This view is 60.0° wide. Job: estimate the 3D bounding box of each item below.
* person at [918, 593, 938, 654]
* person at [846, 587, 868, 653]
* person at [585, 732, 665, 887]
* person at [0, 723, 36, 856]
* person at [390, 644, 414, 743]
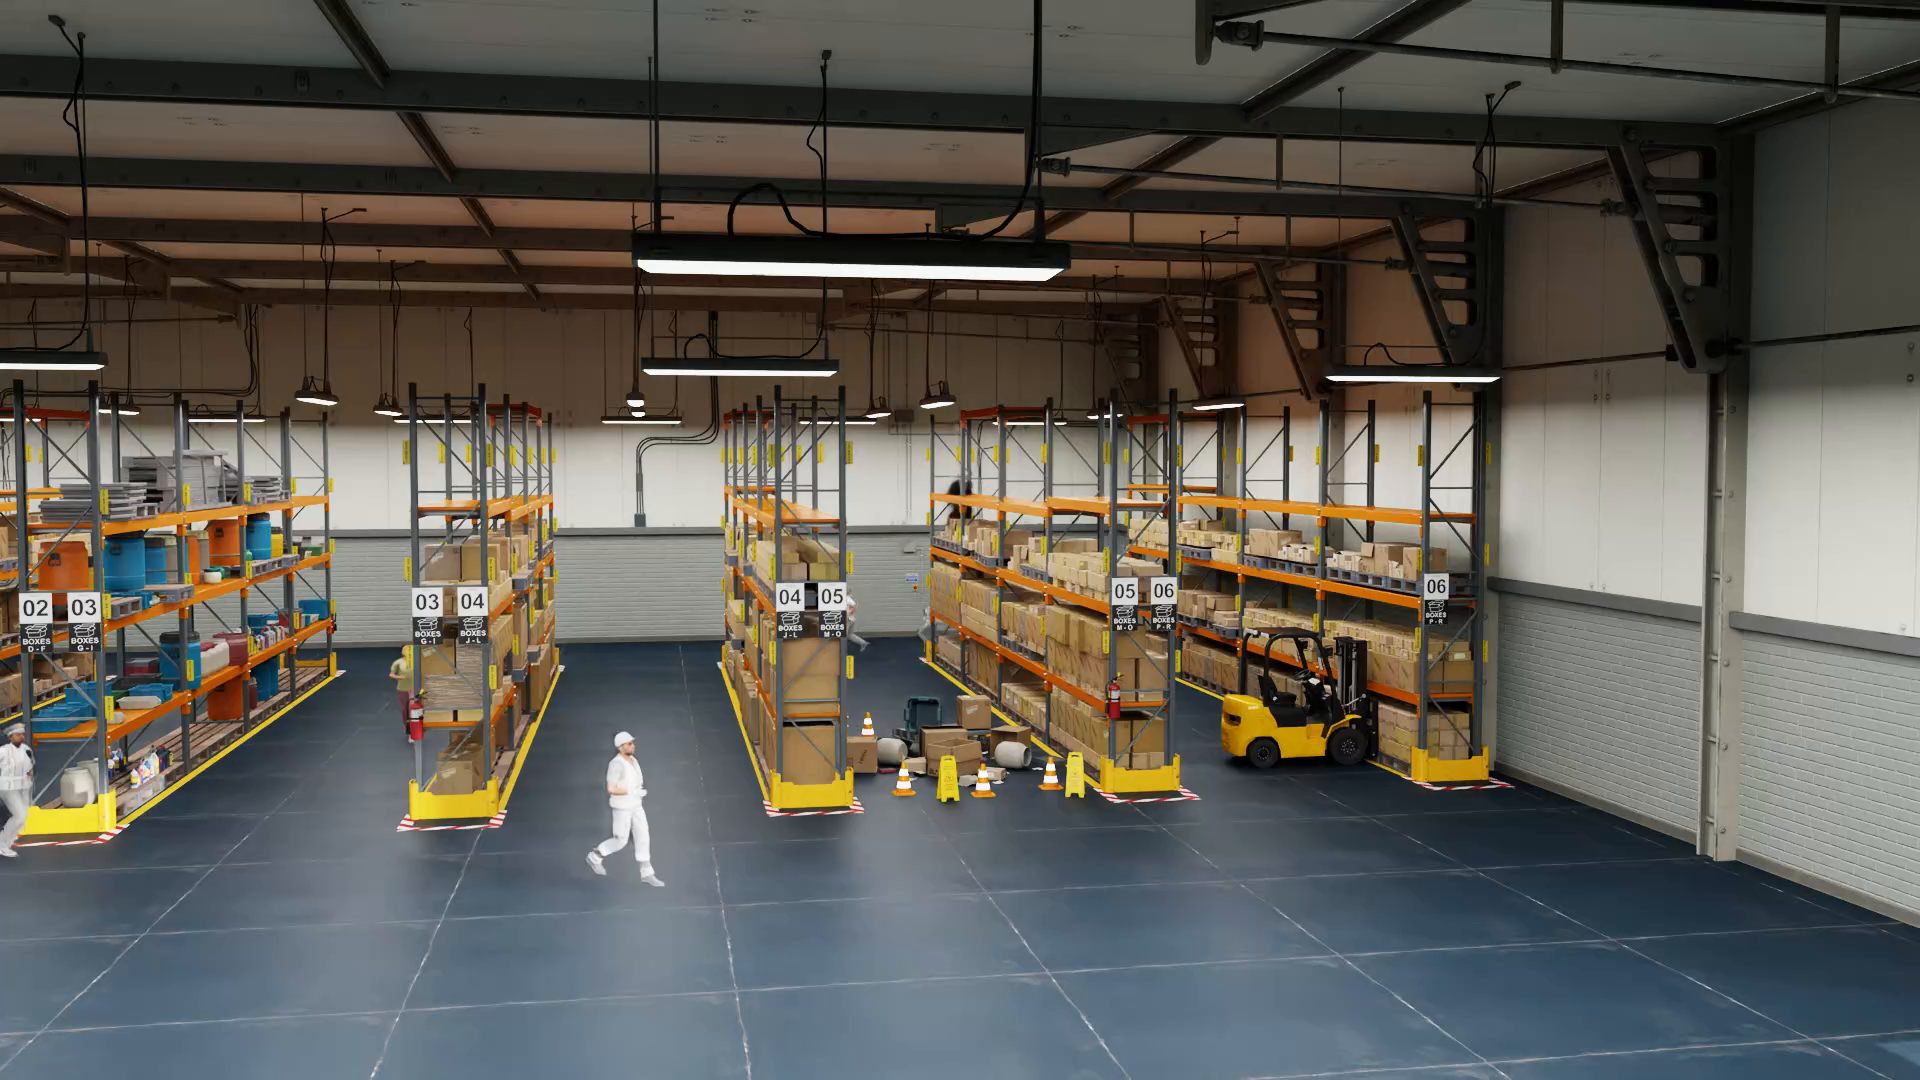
[{"bbox_3d":[-0.781,2.067,41.809,0.559,1.651,0.667,1,3,19],"label":"person"},{"bbox_3d":[-2.750,2.029,41.370,0.965,1.793,0.647,0,3,-6],"label":"person"},{"bbox_3d":[-3.897,3.120,19.321,0.985,1.793,0.655,1,3,19],"label":"person"},{"bbox_3d":[-11.795,3.116,20.780,0.552,1.658,0.570,1,3,17],"label":"person"},{"bbox_3d":[-9.742,2.670,29.293,0.564,1.688,0.927,-1,3,-18],"label":"person"}]
